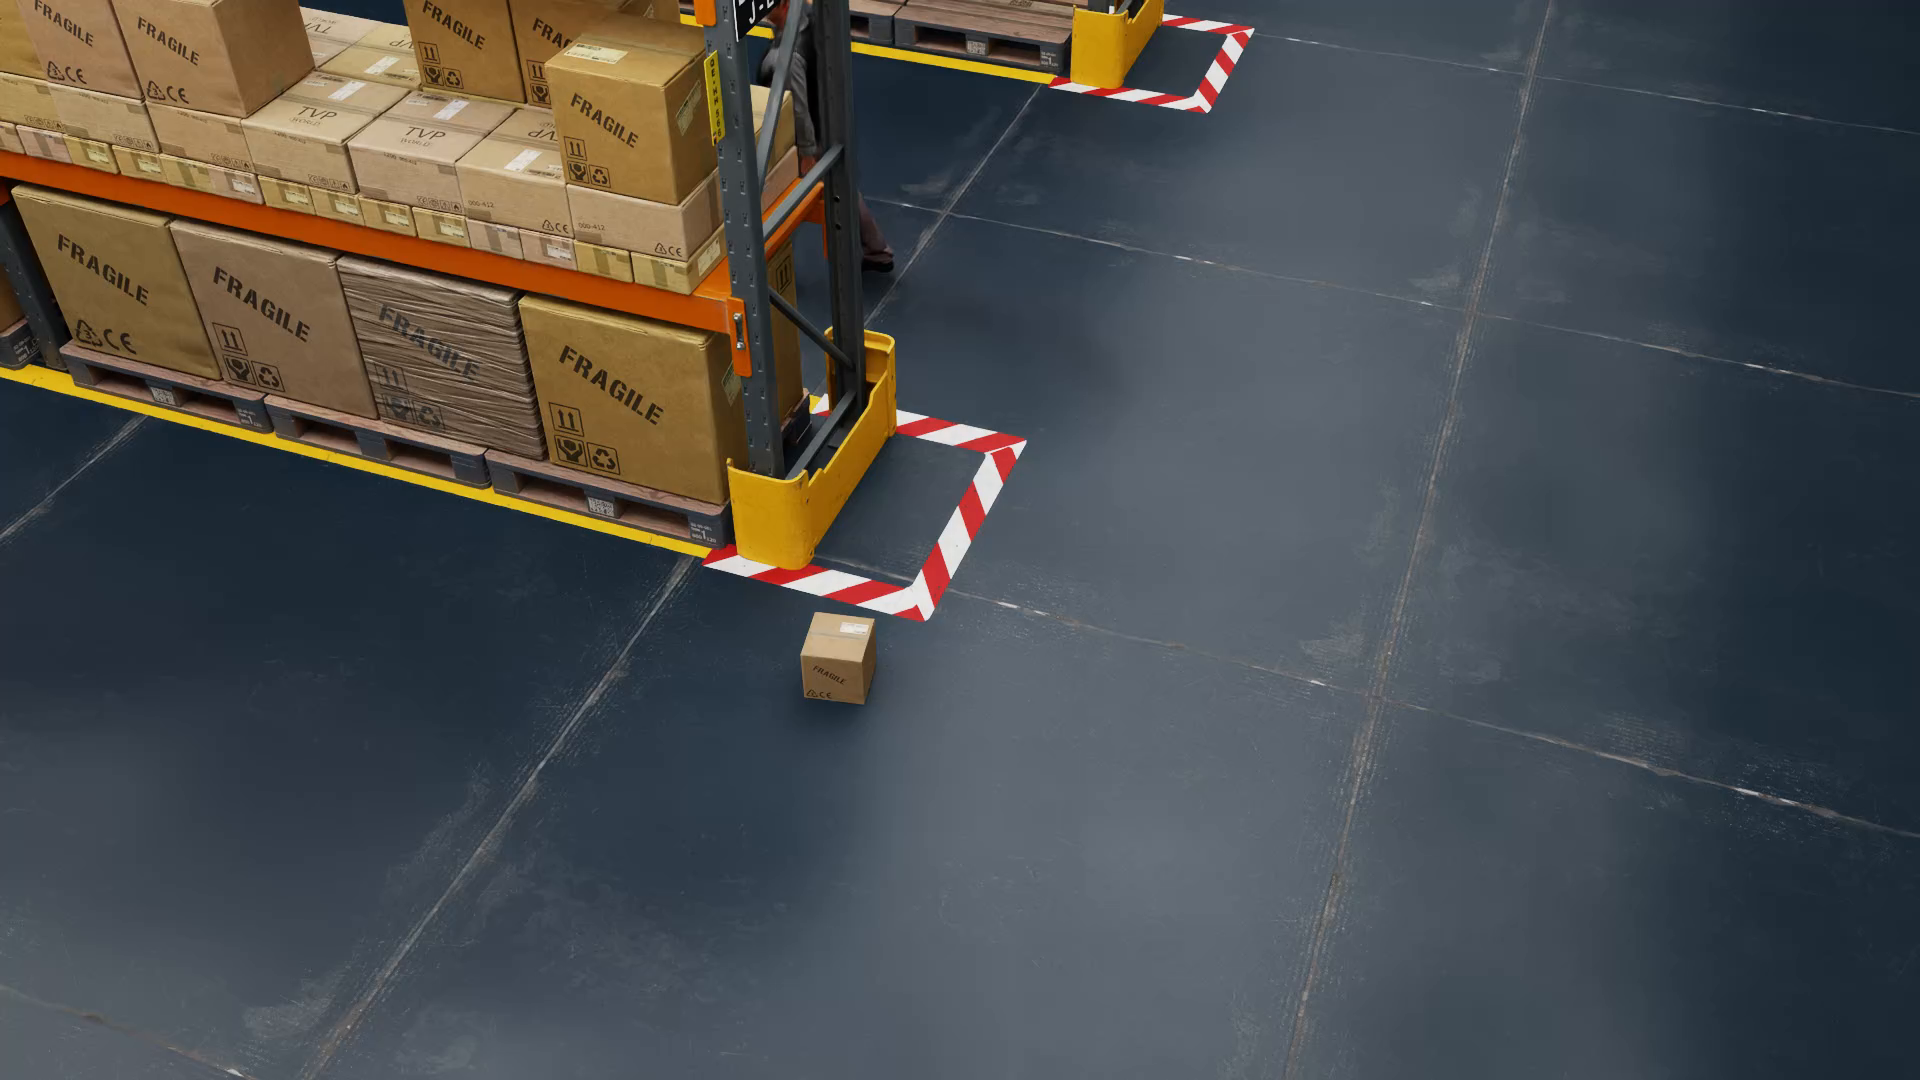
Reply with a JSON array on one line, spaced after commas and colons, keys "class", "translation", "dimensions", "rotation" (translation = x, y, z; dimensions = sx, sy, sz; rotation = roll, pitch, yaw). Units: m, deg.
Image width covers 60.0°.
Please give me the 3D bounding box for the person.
[{"class": "person", "translation": [-0.876, -2.106, 8.571], "dimensions": [1.046, 1.666, 0.574], "rotation": [12, 43, 13]}]
